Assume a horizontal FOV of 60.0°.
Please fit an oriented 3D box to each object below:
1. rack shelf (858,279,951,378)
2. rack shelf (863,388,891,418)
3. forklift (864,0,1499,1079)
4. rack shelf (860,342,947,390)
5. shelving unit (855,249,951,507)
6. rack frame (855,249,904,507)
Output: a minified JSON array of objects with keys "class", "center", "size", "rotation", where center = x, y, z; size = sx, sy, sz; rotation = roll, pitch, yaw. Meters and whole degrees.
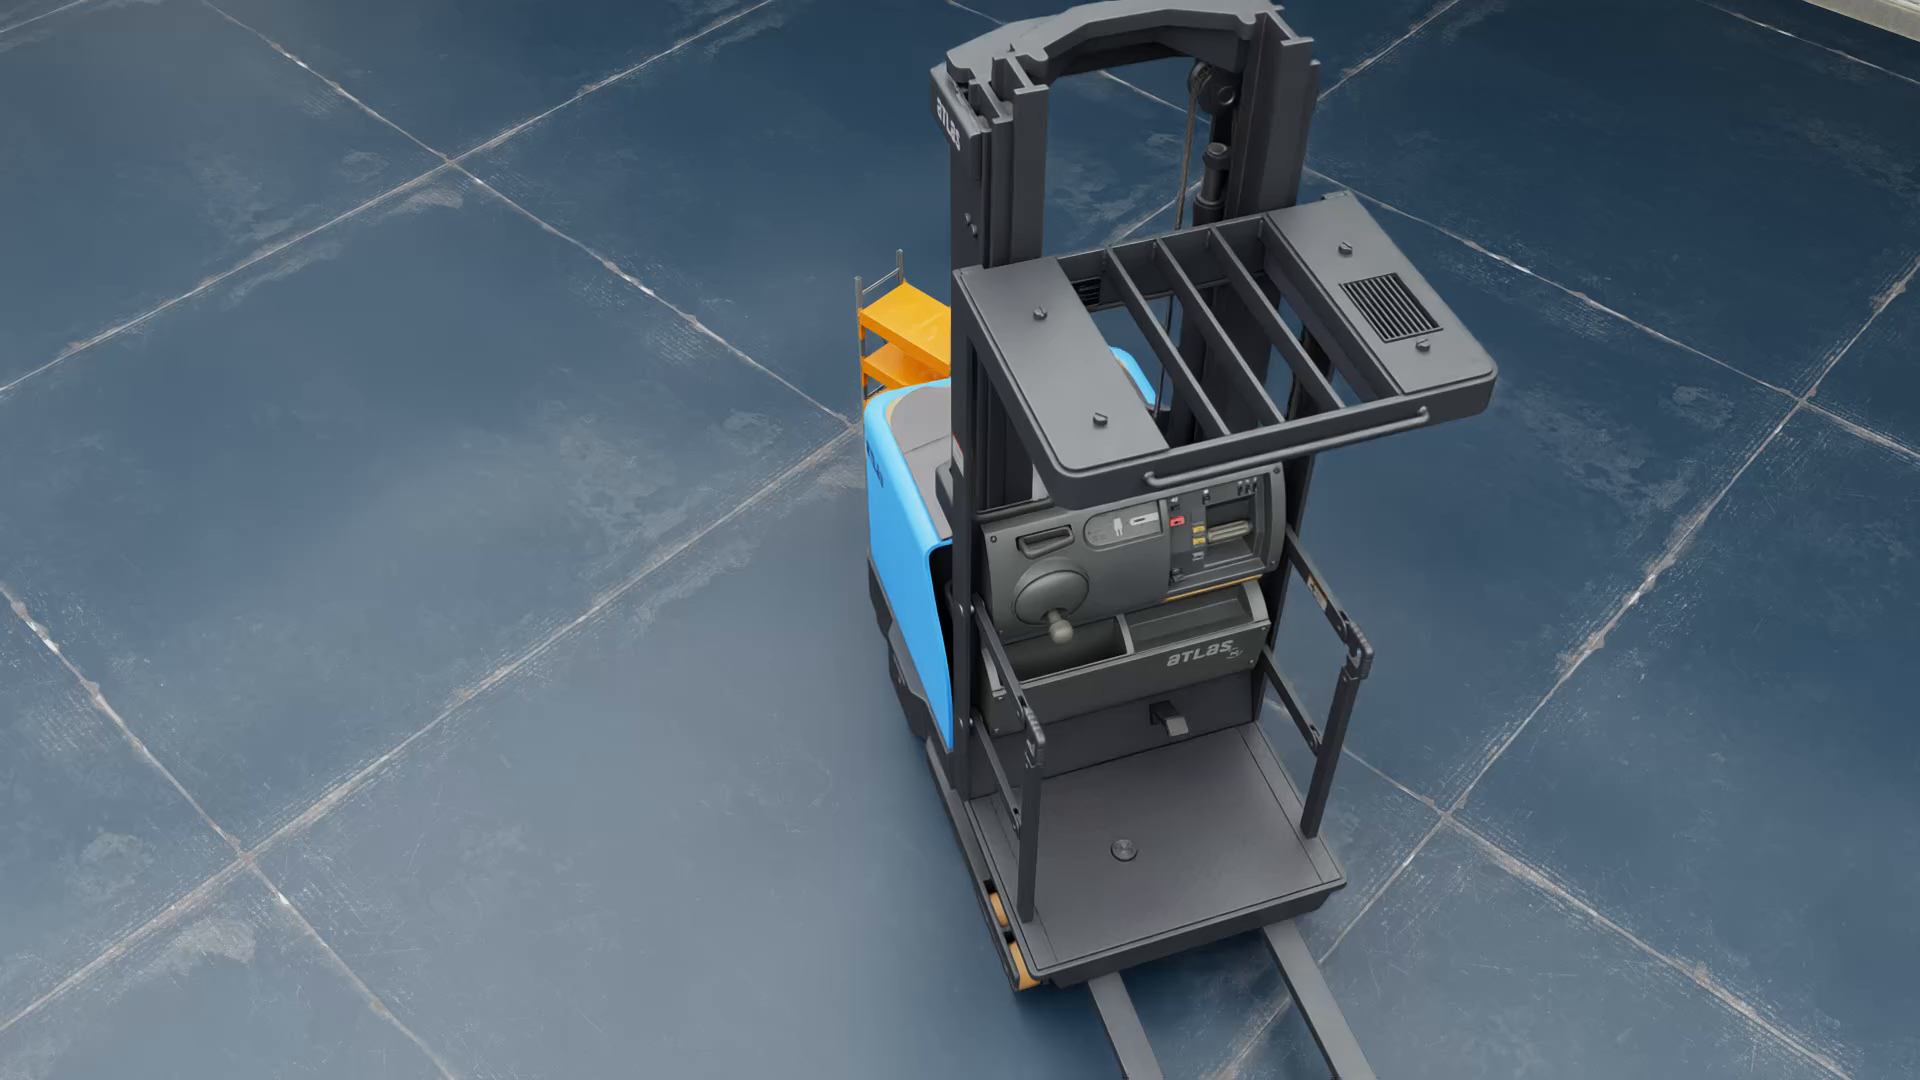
[{"class":"rack shelf","center":[-0.122,-0.762,6.211],"size":[0.480,0.148,0.258],"rotation":[34,55,28]},{"class":"rack shelf","center":[-0.122,-0.446,6.547],"size":[0.480,0.148,0.258],"rotation":[34,55,28]},{"class":"forklift","center":[0.590,0.131,4.725],"size":[1.130,2.935,3.031],"rotation":[-14,48,-12]},{"class":"rack shelf","center":[-0.122,-0.600,6.384],"size":[0.480,0.148,0.258],"rotation":[34,55,28]},{"class":"shelving unit","center":[-0.122,-0.493,6.498],"size":[0.503,1.200,0.258],"rotation":[34,55,28]},{"class":"rack frame","center":[-0.301,-0.613,6.611],"size":[0.015,1.200,0.240],"rotation":[34,55,28]}]
